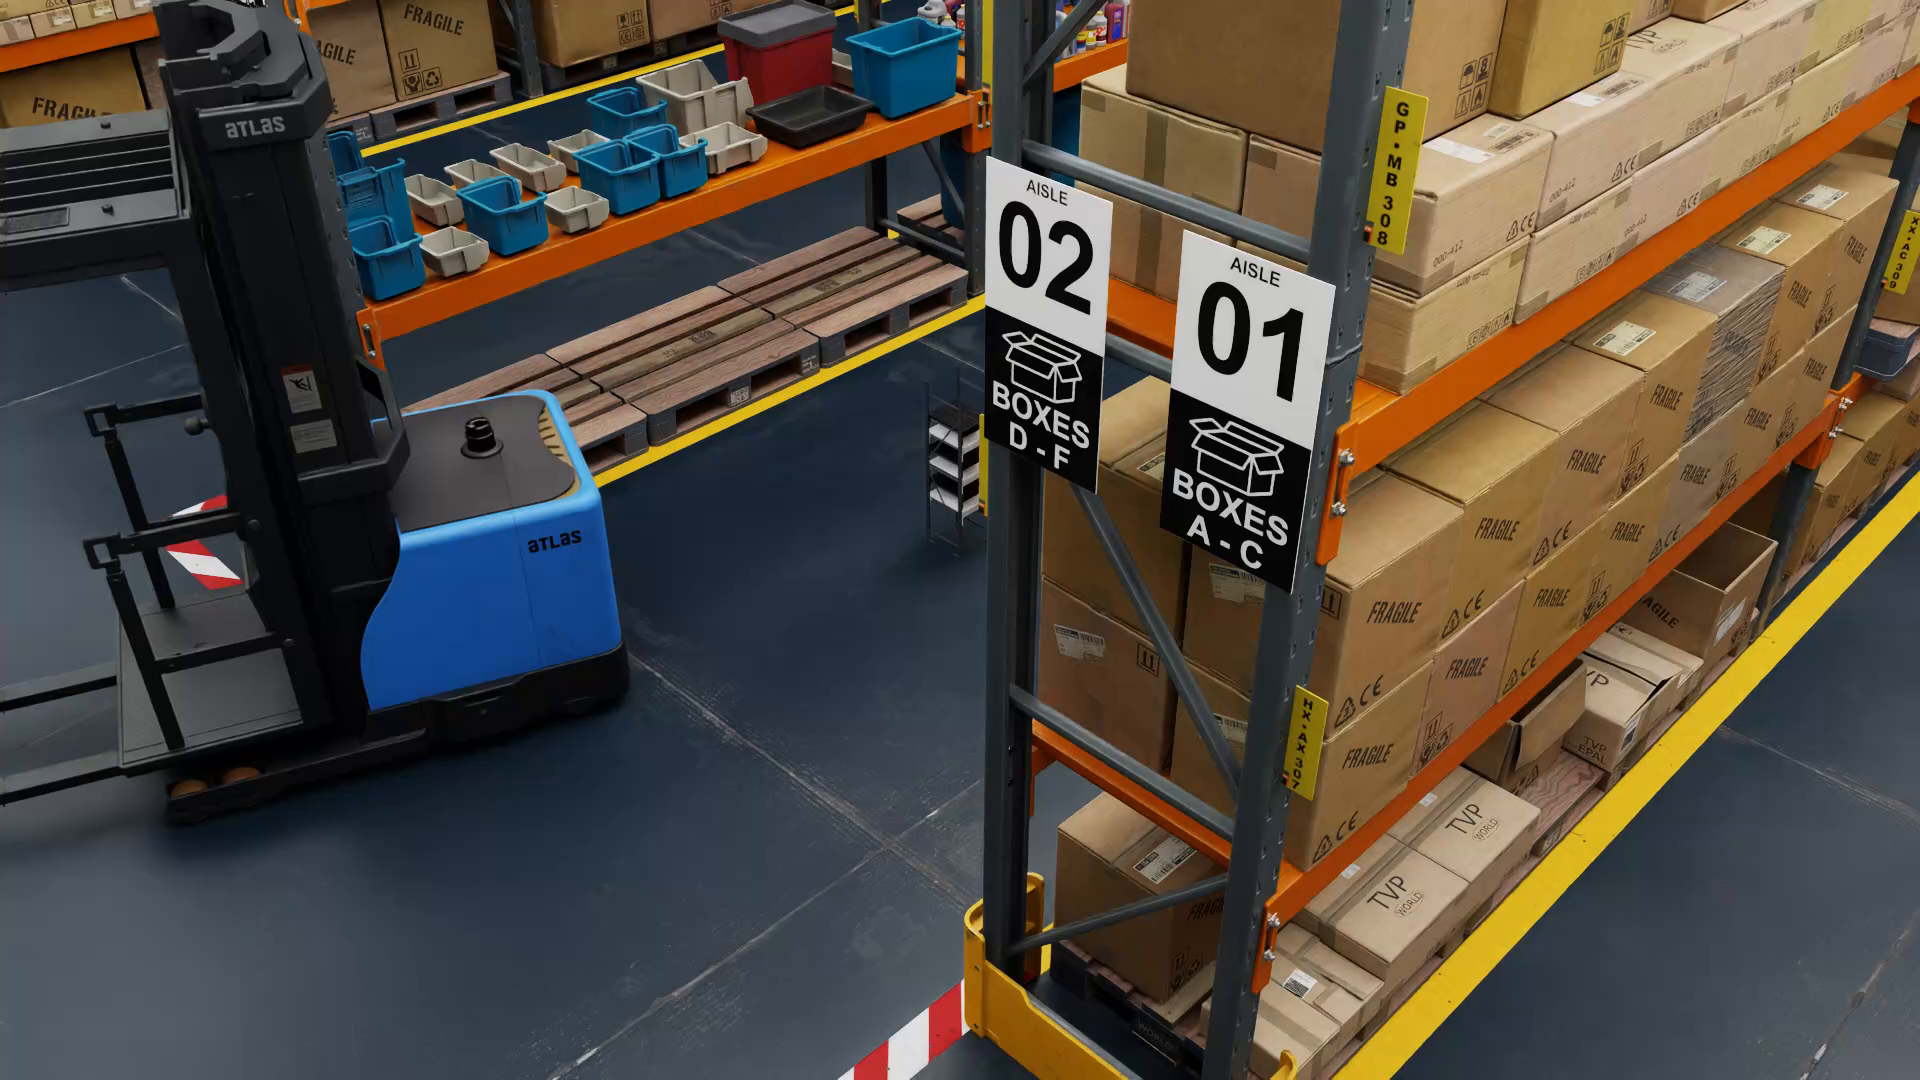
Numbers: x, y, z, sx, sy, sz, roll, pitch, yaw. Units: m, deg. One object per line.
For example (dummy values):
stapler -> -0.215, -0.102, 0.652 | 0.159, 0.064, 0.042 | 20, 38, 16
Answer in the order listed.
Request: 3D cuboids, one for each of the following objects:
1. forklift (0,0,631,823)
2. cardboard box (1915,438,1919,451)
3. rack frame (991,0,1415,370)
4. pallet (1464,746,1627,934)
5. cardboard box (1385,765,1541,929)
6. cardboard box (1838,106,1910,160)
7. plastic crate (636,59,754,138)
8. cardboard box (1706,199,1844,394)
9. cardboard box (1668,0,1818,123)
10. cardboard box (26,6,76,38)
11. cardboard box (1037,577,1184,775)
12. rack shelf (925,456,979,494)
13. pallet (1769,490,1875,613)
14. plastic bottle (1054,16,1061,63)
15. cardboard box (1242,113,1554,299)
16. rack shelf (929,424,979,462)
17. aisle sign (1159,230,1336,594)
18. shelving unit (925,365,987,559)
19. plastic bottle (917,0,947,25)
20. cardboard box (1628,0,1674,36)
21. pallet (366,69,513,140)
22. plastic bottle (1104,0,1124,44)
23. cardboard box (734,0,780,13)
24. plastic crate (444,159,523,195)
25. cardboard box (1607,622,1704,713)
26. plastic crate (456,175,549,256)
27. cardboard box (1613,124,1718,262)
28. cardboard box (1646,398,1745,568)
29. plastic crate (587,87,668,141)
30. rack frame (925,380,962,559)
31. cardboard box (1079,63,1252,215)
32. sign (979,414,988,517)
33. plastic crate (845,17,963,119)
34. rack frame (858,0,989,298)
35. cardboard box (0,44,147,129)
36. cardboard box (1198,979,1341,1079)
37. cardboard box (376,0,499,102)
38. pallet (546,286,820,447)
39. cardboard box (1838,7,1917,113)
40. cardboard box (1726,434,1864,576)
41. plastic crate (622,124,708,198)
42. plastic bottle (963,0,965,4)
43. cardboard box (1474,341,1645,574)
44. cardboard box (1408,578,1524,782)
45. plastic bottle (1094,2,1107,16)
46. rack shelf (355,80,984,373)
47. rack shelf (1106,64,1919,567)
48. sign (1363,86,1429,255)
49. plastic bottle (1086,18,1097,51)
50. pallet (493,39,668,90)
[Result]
forklift -> -2.997, -0.423, 6.294 | 3.031, 2.935, 1.130 | -14, 37, -19
cardboard box -> 4.884, -0.859, 8.660 | 0.500, 0.500, 0.500 | 28, 43, 34
rack frame -> 0.470, -1.817, 2.989 | 1.000, 3.000, 0.127 | 30, 45, 35
pallet -> 1.944, 0.940, 6.718 | 1.003, 0.211, 1.213 | 30, 45, 35
cardboard box -> 1.759, 1.079, 6.100 | 0.500, 0.250, 0.500 | 30, 45, 35
cardboard box -> 4.220, -1.600, 7.468 | 0.500, 0.500, 0.700 | -23, 41, -29
plastic crate -> -1.431, -2.408, 9.132 | 0.437, 0.282, 0.530 | 30, 45, 35
cardboard box -> 2.757, -0.913, 5.975 | 0.500, 0.500, 0.500 | 29, 44, 35
cardboard box -> 2.077, -1.441, 4.766 | 0.500, 0.250, 0.500 | 30, 45, 35
cardboard box -> -5.893, -3.363, 10.670 | 0.380, 0.149, 0.250 | 29, 44, 35
cardboard box -> 0.593, 0.311, 5.094 | 0.500, 0.500, 0.500 | -28, 44, -34
rack shelf -> -0.006, -0.338, 8.007 | 0.258, 0.077, 0.200 | 30, 45, 35
pallet -> 3.835, -0.182, 8.326 | 1.003, 0.211, 1.213 | 30, 45, 35
plastic bottle -> 0.568, -3.050, 10.114 | 0.097, 0.271, 0.097 | 0, 35, 0
cardboard box -> 1.017, -0.834, 3.895 | 0.500, 0.250, 0.500 | 30, 45, 35
rack shelf -> -0.006, -0.486, 7.904 | 0.258, 0.077, 0.200 | 30, 45, 35
aisle sign -> 0.630, -0.277, 3.752 | 0.394, 0.787, 0.004 | 30, 45, 35
shelving unit -> -0.006, -0.366, 7.988 | 0.258, 0.900, 0.210 | 30, 45, 35
plastic bottle -> -0.176, -3.217, 10.350 | 0.152, 0.276, 0.135 | 30, 45, 35
cardboard box -> 1.509, -1.668, 4.436 | 0.700, 0.500, 0.500 | 30, 45, 35
pallet -> -4.330, -3.553, 13.160 | 1.003, 0.211, 1.213 | 30, 45, 35
plastic bottle -> 0.963, -3.268, 10.415 | 0.061, 0.283, 0.133 | 30, 45, 35
cardboard box -> -2.055, -5.268, 14.672 | 1.225, 0.875, 0.875 | 30, 45, 35
plastic crate -> -2.382, -1.786, 8.367 | 0.396, 0.136, 0.243 | 30, 45, 35
cardboard box -> 2.867, 0.531, 6.974 | 0.380, 0.149, 0.250 | 30, 45, 35
plastic crate -> -2.171, -1.545, 7.937 | 0.416, 0.233, 0.300 | 30, 45, 35
cardboard box -> 1.725, -1.033, 4.617 | 0.500, 0.250, 0.500 | 30, 45, 35
cardboard box -> 2.396, -0.295, 5.964 | 0.500, 0.500, 0.500 | -29, 44, -35
plastic crate -> -1.777, -2.247, 8.944 | 0.416, 0.233, 0.300 | 30, 45, 35
rack frame -> -0.077, -0.325, 7.929 | 0.240, 0.900, 0.006 | 30, 45, 35
cardboard box -> 0.651, -1.041, 4.193 | 0.500, 0.250, 0.500 | 30, 45, 35
sign -> 0.090, -0.193, 4.616 | 0.100, 0.325, 0.005 | 30, 45, 35
plastic crate -> -0.311, -2.669, 9.416 | 0.392, 0.384, 0.575 | 30, 45, 35
rack frame -> -0.224, -2.978, 9.898 | 1.000, 3.000, 0.127 | 30, 45, 35
cardboard box -> -6.163, -2.943, 11.338 | 0.875, 0.875, 0.875 | 30, 45, 35
cardboard box -> 1.009, 1.601, 5.440 | 0.380, 0.149, 0.250 | 30, 45, 35
cardboard box -> -4.261, -4.039, 12.910 | 0.875, 0.875, 0.875 | 30, 45, 35
pallet -> -1.574, -1.022, 9.531 | 1.003, 0.211, 1.213 | 30, 45, 35
cardboard box -> 2.775, -1.646, 5.496 | 0.500, 0.250, 0.500 | 30, 45, 35
cardboard box -> 3.802, -0.233, 7.763 | 0.500, 0.500, 0.500 | 27, 43, 33
plastic crate -> -1.496, -1.934, 8.495 | 0.416, 0.233, 0.300 | 30, 45, 35
plastic bottle -> 0.082, -3.366, 10.562 | 0.152, 0.276, 0.135 | 30, 45, 35
cardboard box -> 1.689, -0.298, 5.093 | 0.500, 0.500, 0.500 | -29, 44, -35
cardboard box -> 1.330, 0.317, 5.085 | 0.500, 0.500, 0.500 | 29, 44, 35
plastic bottle -> 0.917, -3.399, 10.609 | 0.152, 0.276, 0.135 | 30, 45, 35
rack shelf -> -1.633, -1.871, 8.939 | 1.077, 0.370, 4.000 | 30, 45, 35
rack shelf -> 1.879, -1.103, 5.217 | 1.077, 0.370, 4.000 | 30, 45, 35
sign -> 0.855, -0.727, 3.283 | 0.100, 0.325, 0.005 | 30, 45, 35
plastic bottle -> 0.800, -3.155, 10.325 | 0.097, 0.201, 0.097 | 0, 35, 0
pallet -> -3.249, -4.174, 14.051 | 1.003, 0.211, 1.213 | 30, 45, 35
